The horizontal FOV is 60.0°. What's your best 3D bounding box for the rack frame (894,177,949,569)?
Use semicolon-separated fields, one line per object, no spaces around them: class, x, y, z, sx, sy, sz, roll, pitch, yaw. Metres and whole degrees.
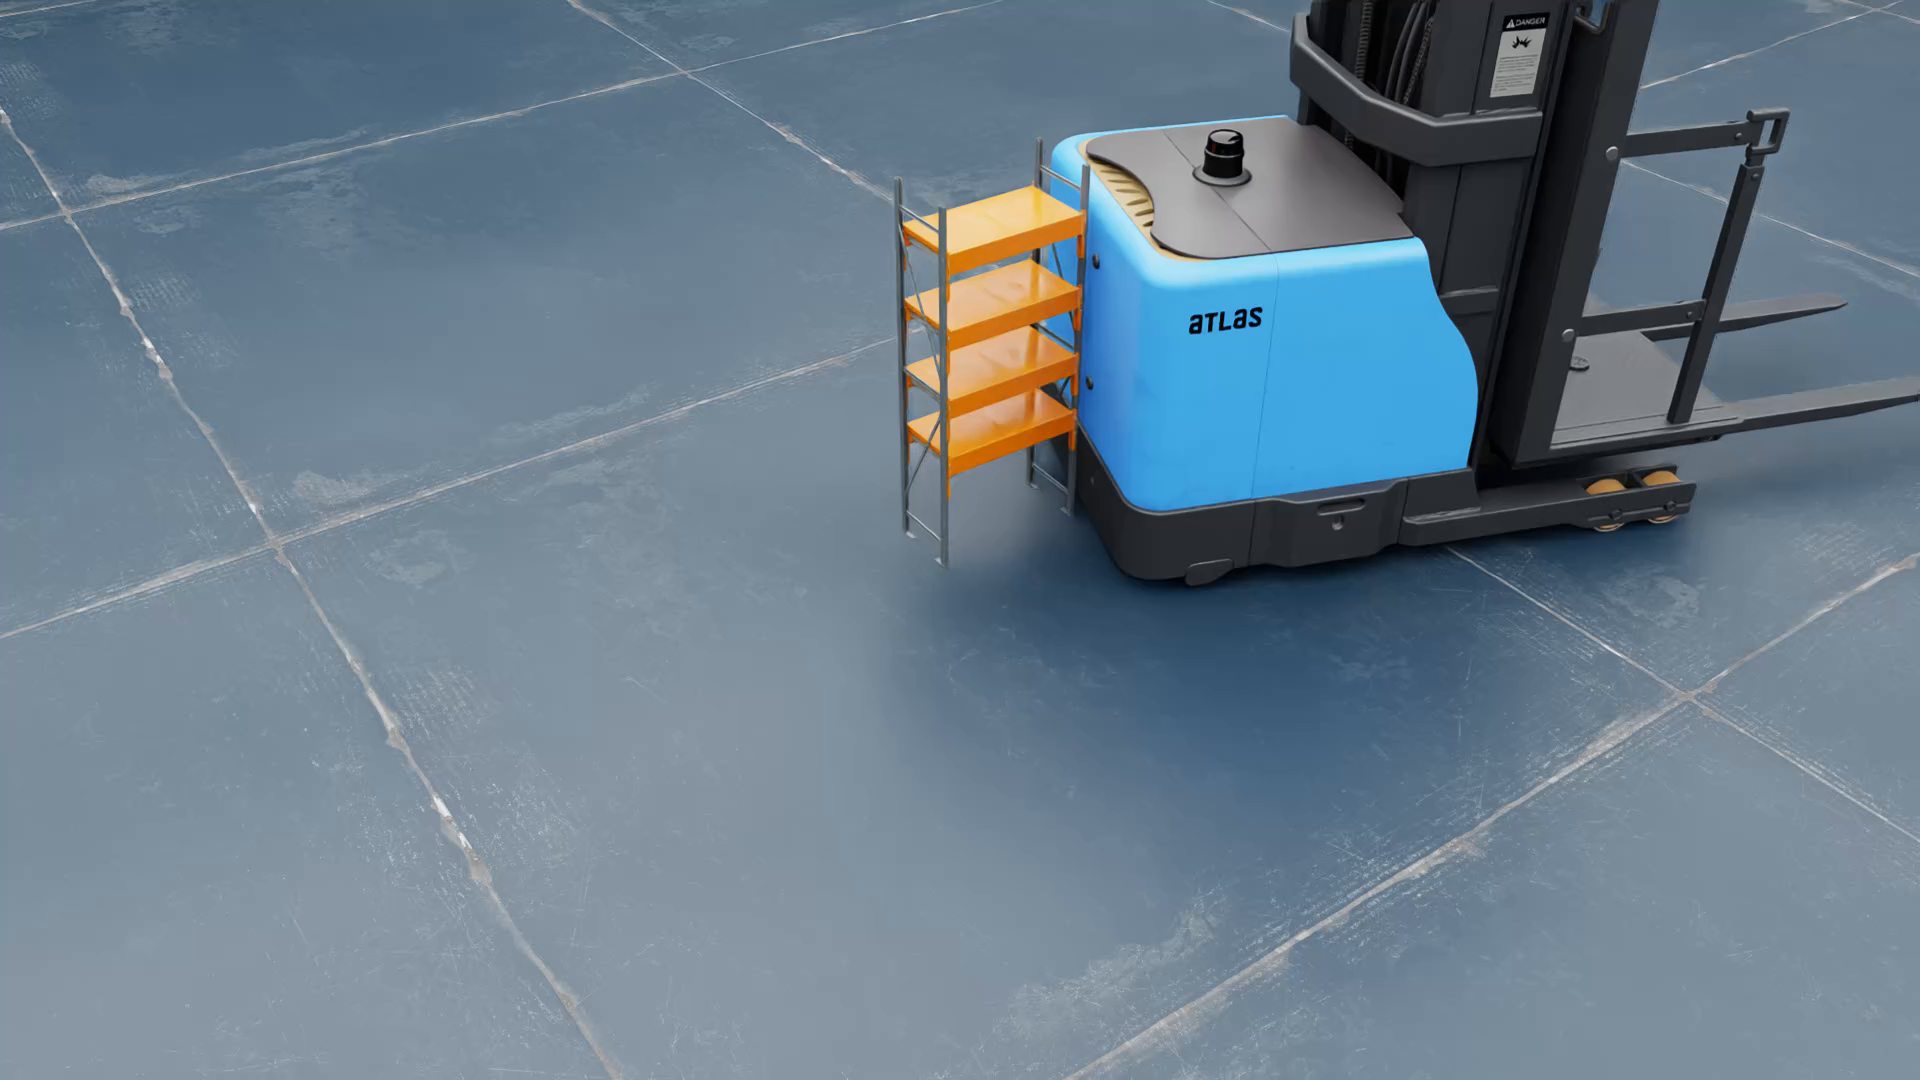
rack frame;-0.109;-0.457;4.857;0.015;1.200;0.240;-22;41;-28

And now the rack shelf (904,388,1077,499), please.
rack shelf;0.092;-0.322;5.125;0.480;0.148;0.258;-22;41;-28

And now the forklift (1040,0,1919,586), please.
forklift;1.844;-1.508;4.836;3.031;2.935;1.130;-8;37;-11

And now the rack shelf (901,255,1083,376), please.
rack shelf;0.092;-0.665;4.879;0.480;0.148;0.258;-22;41;-28

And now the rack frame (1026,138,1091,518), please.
rack frame;0.292;-0.619;5.083;0.015;1.200;0.240;-22;41;-28

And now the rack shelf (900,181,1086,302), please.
rack shelf;0.092;-0.857;4.741;0.480;0.148;0.258;-22;41;-28

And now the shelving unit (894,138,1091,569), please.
shelving unit;0.092;-0.538;4.970;0.503;1.200;0.258;-22;41;-28

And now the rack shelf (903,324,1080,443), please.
rack shelf;0.092;-0.483;5.009;0.480;0.148;0.258;-22;41;-28
